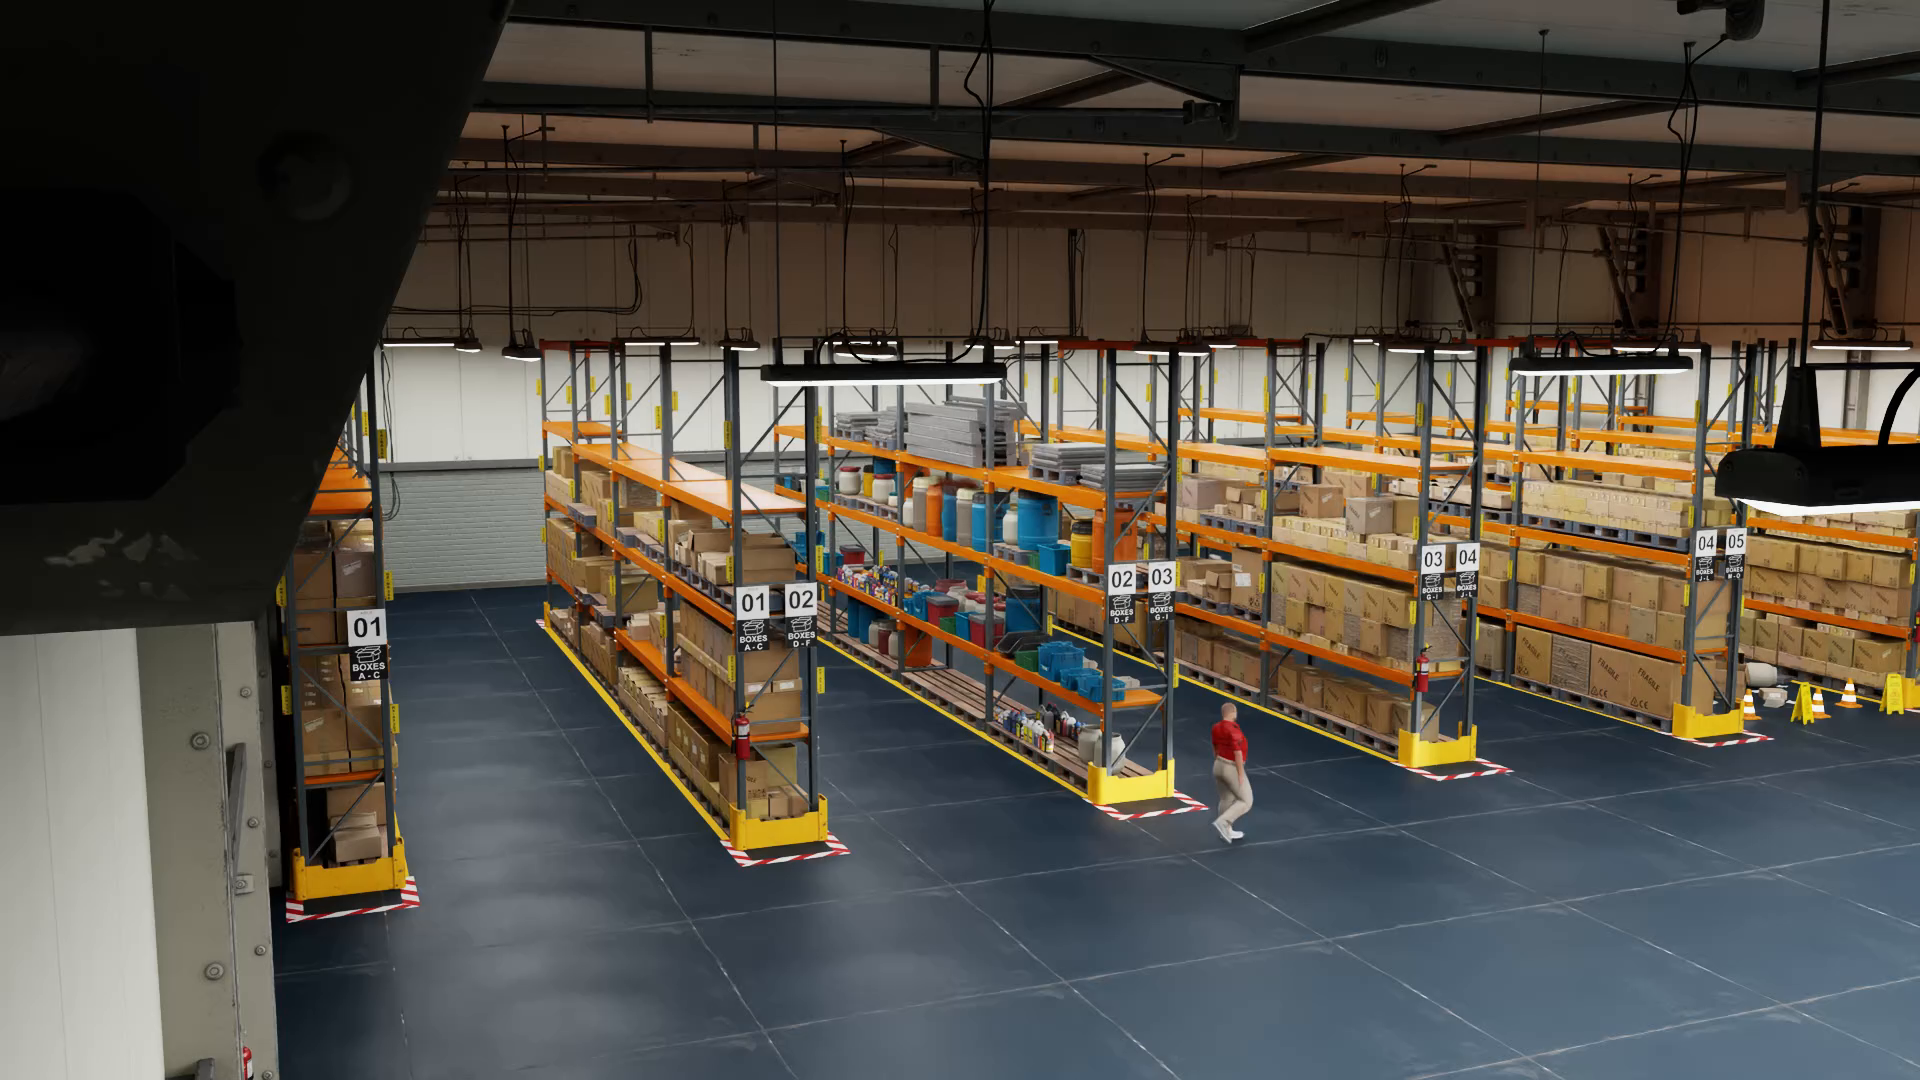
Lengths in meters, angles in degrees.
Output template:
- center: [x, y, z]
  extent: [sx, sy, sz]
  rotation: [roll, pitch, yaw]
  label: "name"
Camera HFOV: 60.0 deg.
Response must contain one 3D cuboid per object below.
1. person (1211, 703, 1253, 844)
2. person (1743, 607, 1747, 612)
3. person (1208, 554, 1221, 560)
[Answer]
- center: [3.254, 2.832, 20.275]
  extent: [0.576, 1.718, 0.552]
  rotation: [-4, 8, -29]
  label: "person"
- center: [15.806, 1.185, 32.815]
  extent: [0.509, 1.788, 0.565]
  rotation: [-4, 8, -29]
  label: "person"
- center: [5.141, 1.141, 33.695]
  extent: [0.361, 1.718, 0.500]
  rotation: [7, 10, 42]
  label: "person"
